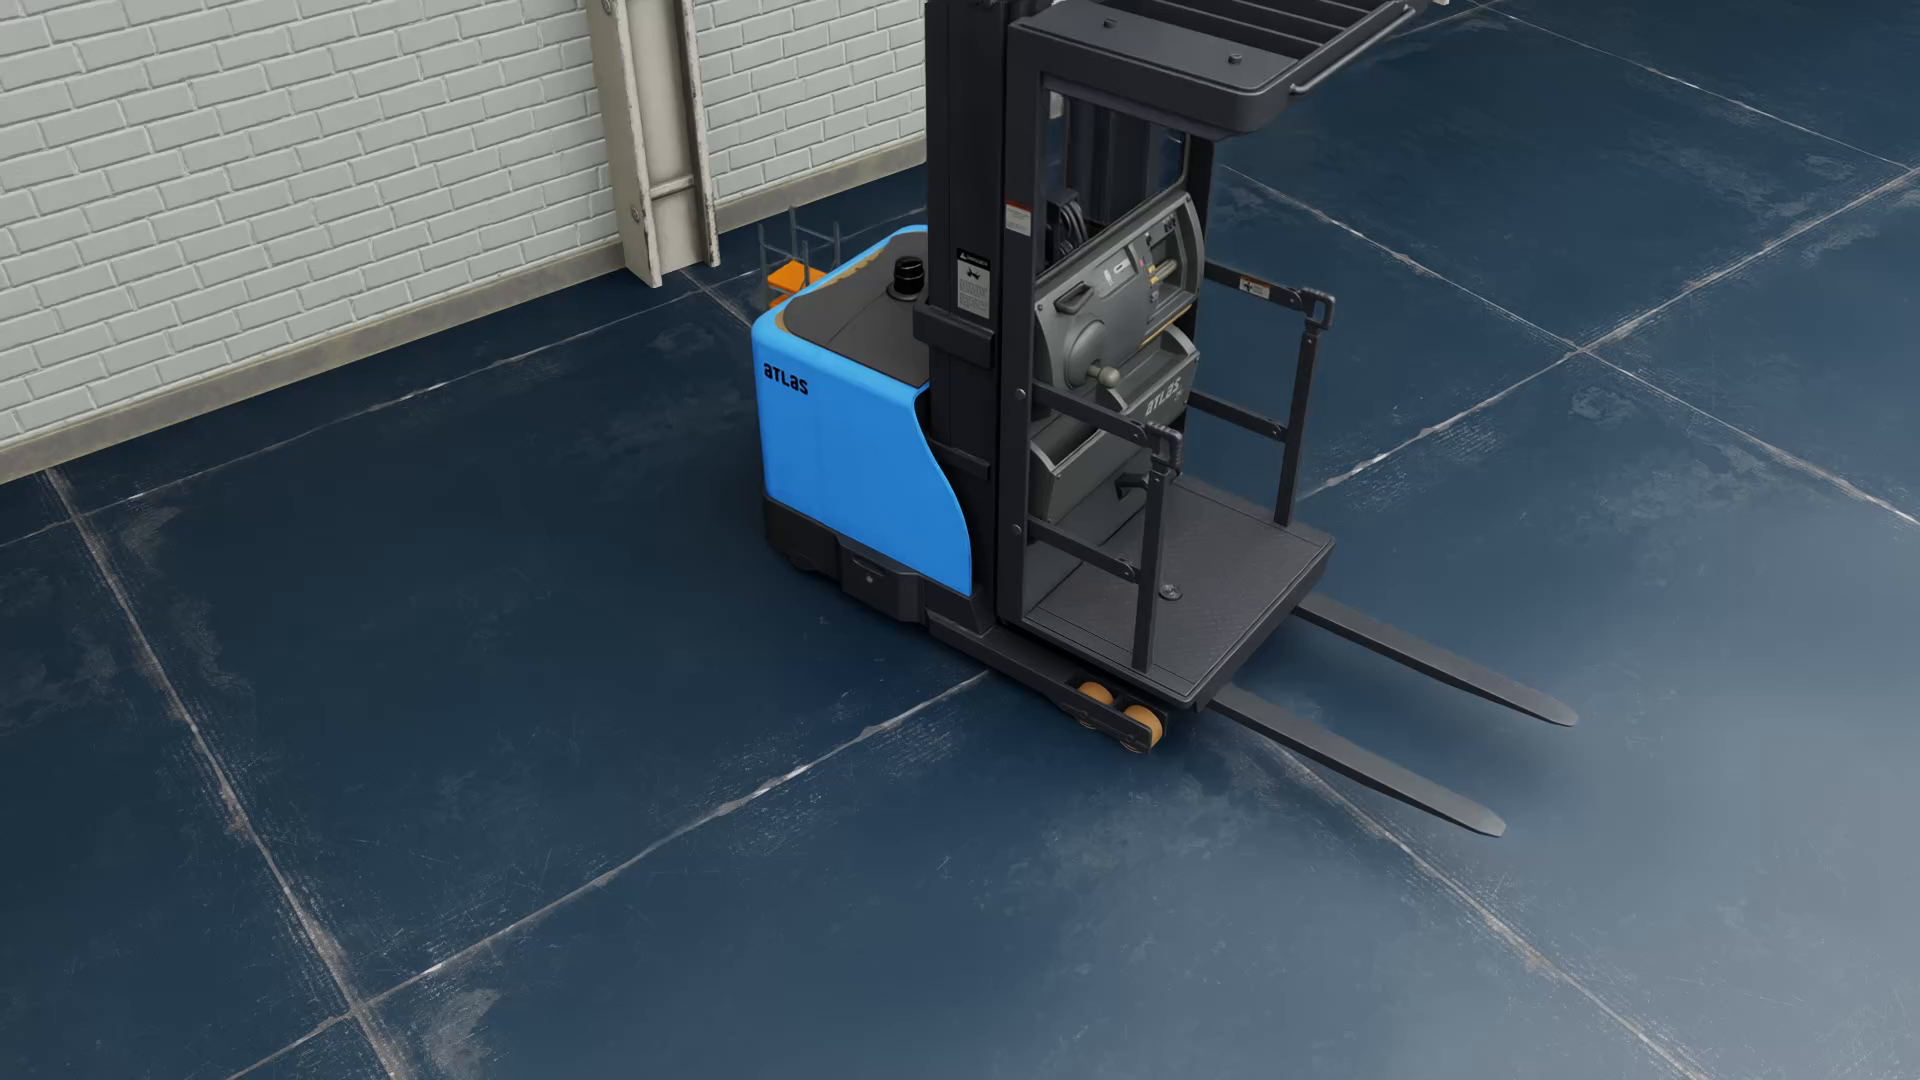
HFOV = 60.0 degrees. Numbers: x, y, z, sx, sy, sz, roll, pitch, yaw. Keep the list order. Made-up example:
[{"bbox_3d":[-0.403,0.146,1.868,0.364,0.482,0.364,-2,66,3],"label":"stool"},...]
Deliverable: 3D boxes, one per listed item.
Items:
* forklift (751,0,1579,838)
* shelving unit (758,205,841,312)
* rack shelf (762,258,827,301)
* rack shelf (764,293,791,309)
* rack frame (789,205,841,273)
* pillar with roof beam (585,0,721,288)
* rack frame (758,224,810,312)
[{"bbox_3d":[0.703,-0.771,5.379,3.031,2.935,1.130,26,46,28],"label":"forklift"},{"bbox_3d":[-0.615,-0.740,6.706,0.258,1.200,0.189,25,45,27],"label":"shelving unit"},{"bbox_3d":[-0.615,-0.984,6.506,0.258,0.103,0.180,25,45,27],"label":"rack shelf"},{"bbox_3d":[-0.615,-0.891,6.582,0.258,0.103,0.180,25,45,27],"label":"rack shelf"},{"bbox_3d":[-0.562,-0.787,6.763,0.240,1.200,0.006,25,45,27],"label":"rack frame"},{"bbox_3d":[1.158,-2.720,2.970,0.400,9.000,9.100,-26,46,-28],"label":"pillar with roof beam"},{"bbox_3d":[-0.669,-0.693,6.649,0.240,1.200,0.006,25,45,27],"label":"rack frame"}]
